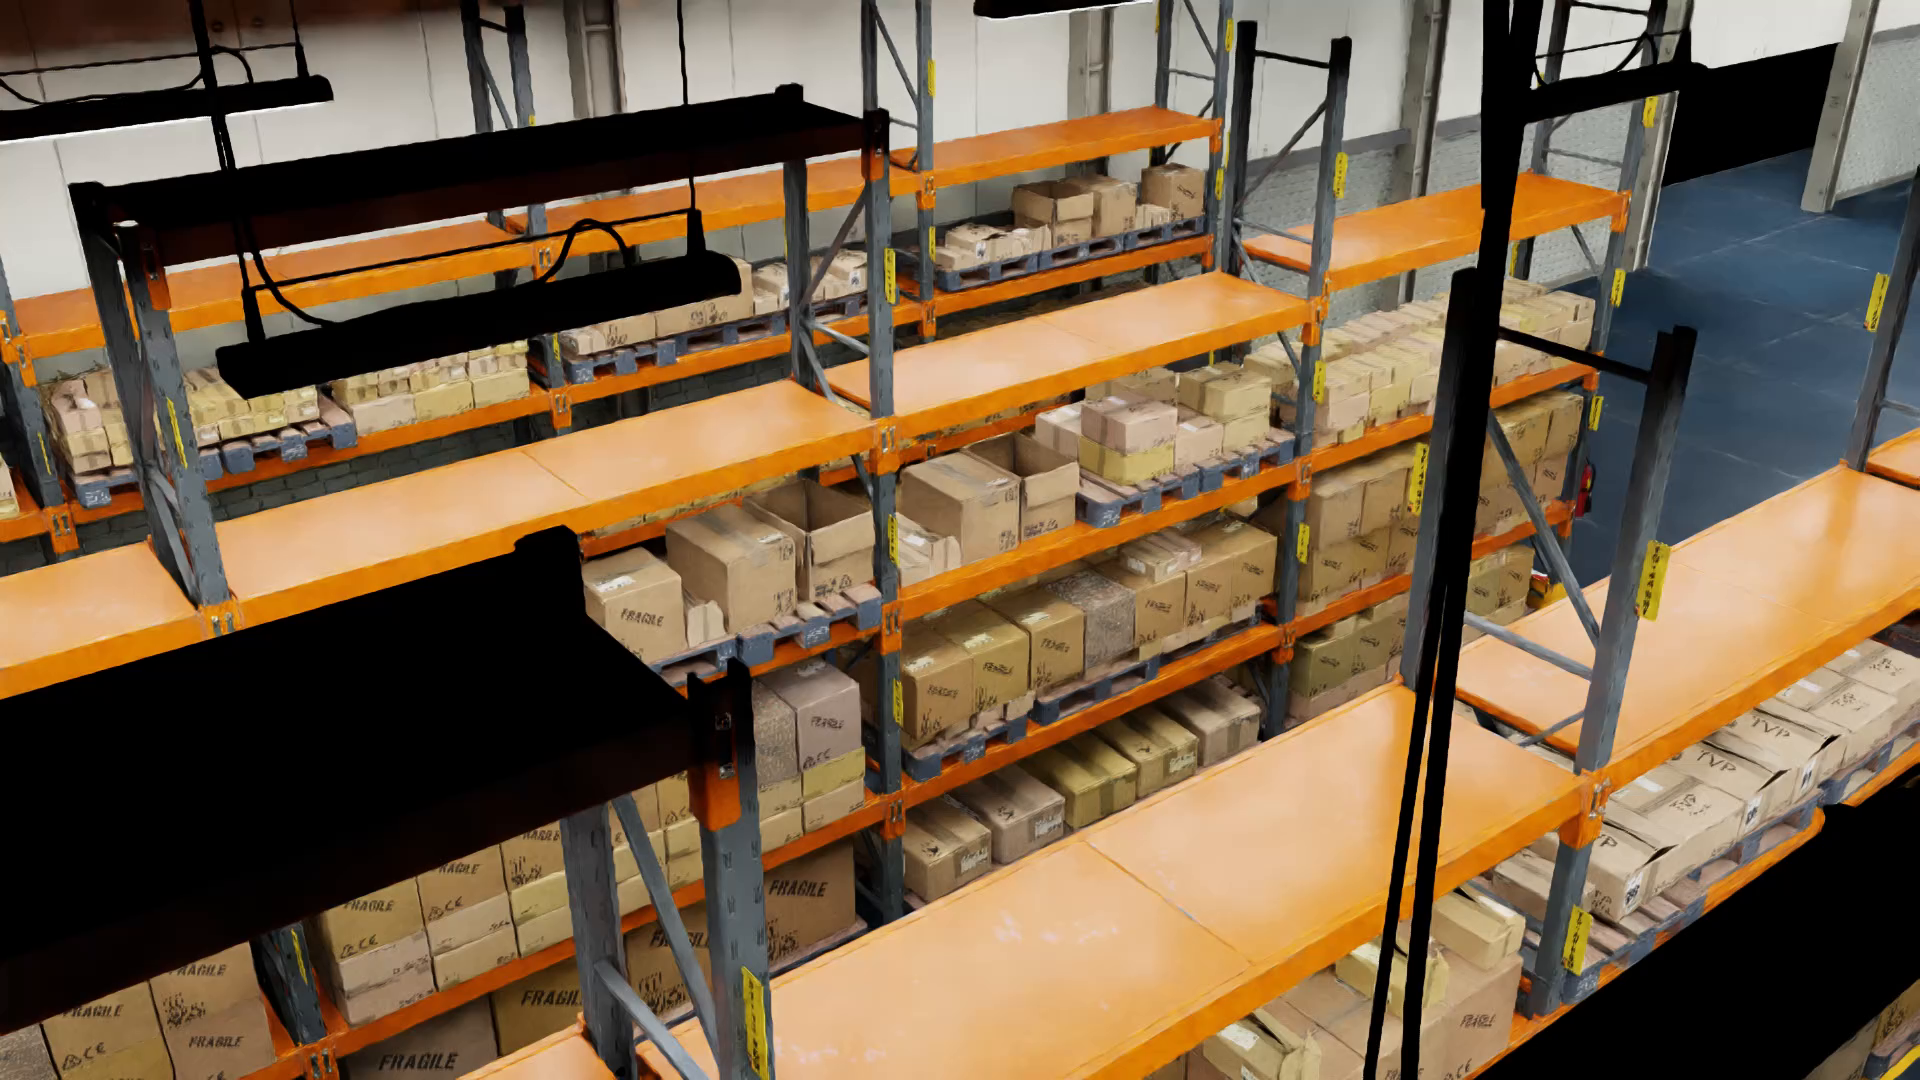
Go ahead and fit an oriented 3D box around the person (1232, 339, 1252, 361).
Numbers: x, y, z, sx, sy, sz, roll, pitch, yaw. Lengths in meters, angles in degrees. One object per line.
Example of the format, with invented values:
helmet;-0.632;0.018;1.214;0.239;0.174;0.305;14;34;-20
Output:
person;3.546;-2.494;21.353;0.553;1.643;0.501;0;26;-1
